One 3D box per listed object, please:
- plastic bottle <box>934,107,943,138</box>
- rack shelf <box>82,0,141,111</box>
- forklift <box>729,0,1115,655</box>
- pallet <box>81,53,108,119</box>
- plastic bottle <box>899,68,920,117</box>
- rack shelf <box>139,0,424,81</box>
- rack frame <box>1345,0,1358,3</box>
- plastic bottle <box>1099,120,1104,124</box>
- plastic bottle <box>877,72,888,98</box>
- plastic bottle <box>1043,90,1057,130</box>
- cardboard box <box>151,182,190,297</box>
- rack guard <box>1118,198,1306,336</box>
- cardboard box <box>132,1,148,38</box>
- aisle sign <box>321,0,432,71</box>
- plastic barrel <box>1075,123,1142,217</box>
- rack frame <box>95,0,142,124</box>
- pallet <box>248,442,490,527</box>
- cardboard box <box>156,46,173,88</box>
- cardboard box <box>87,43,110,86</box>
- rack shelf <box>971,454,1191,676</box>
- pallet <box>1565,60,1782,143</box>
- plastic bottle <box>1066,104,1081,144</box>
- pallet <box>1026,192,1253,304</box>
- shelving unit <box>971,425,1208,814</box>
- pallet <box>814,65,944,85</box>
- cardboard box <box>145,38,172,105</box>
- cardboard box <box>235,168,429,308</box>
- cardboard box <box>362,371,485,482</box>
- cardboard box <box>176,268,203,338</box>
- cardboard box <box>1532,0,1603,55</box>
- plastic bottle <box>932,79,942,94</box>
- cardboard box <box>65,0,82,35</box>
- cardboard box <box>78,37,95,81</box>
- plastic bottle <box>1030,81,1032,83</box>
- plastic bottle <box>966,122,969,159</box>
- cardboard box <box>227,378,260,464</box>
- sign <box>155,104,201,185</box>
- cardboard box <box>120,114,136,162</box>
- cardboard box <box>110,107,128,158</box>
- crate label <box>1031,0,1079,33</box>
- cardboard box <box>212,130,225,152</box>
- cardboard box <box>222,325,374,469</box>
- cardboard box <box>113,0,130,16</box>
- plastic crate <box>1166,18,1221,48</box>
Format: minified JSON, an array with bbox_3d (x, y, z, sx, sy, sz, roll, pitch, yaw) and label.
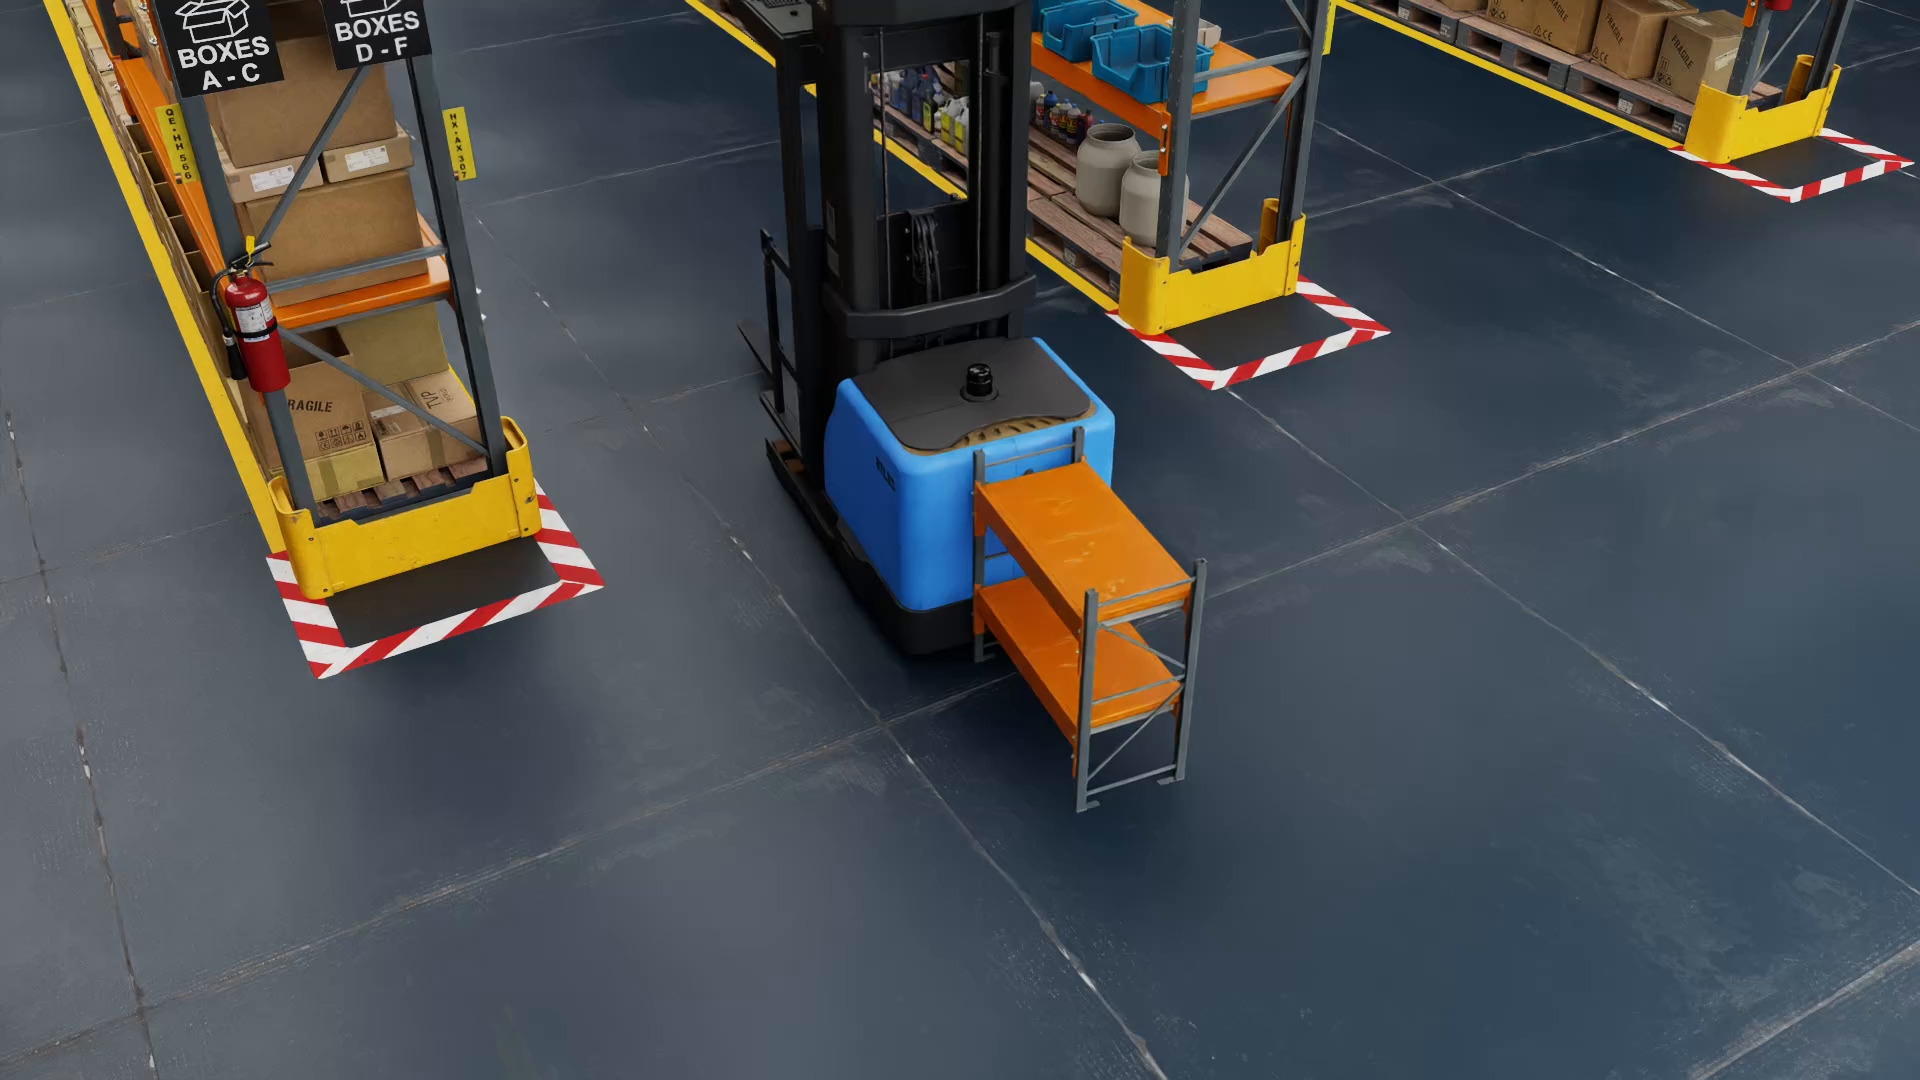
[{"bbox_3d":[-0.137,-2.958,11.756,0.097,0.201,0.097,0,36,0],"label":"plastic bottle"},{"bbox_3d":[-5.690,-3.956,11.733,1.077,0.370,4.000,-19,40,-24],"label":"rack shelf"},{"bbox_3d":[-0.367,-1.535,7.867,1.130,2.935,3.031,-15,39,-19],"label":"forklift"},{"bbox_3d":[-6.315,-3.709,13.149,1.003,0.211,1.213,-19,40,-24],"label":"pallet"},{"bbox_3d":[-0.353,-3.266,12.051,0.144,0.351,0.185,-18,40,-23],"label":"plastic bottle"},{"bbox_3d":[-3.680,-3.127,8.056,1.077,0.370,4.000,-19,40,-24],"label":"rack shelf"},{"bbox_3d":[3.882,-6.160,14.141,1.000,3.000,0.127,-19,40,-24],"label":"rack frame"},{"bbox_3d":[0.968,-2.745,11.406,0.097,0.271,0.097,0,36,0],"label":"plastic bottle"},{"bbox_3d":[-0.568,-3.396,12.356,0.097,0.201,0.097,0,36,0],"label":"plastic bottle"},{"bbox_3d":[0.644,-3.075,11.857,0.097,0.271,0.097,0,36,0],"label":"plastic bottle"},{"bbox_3d":[-4.220,-1.749,9.441,0.500,0.500,0.500,-19,40,-24],"label":"cardboard box"},{"bbox_3d":[1.531,-1.668,10.110,1.175,0.500,0.348,-19,40,-24],"label":"rack guard"},{"bbox_3d":[-4.203,-2.814,8.925,0.380,0.149,0.250,-20,41,-25],"label":"cardboard box"},{"bbox_3d":[-2.377,-2.294,6.643,0.394,0.787,0.004,-19,40,-24],"label":"aisle sign"},{"bbox_3d":[0.961,-2.386,10.727,0.421,0.512,0.421,0,36,0],"label":"plastic barrel"},{"bbox_3d":[-4.685,-3.227,10.125,1.000,3.000,0.127,-19,40,-24],"label":"rack frame"},{"bbox_3d":[-3.096,-0.438,8.671,1.003,0.211,1.213,-19,40,-24],"label":"pallet"},{"bbox_3d":[-3.813,-2.418,8.382,0.380,0.149,0.250,-19,40,-25],"label":"cardboard box"},{"bbox_3d":[-5.901,-3.410,11.875,0.500,0.311,0.500,-19,40,-24],"label":"cardboard box"},{"bbox_3d":[0.491,0.076,6.697,0.538,0.278,1.000,-14,39,-19],"label":"rack shelf"},{"bbox_3d":[5.476,-3.458,12.805,1.003,0.211,1.213,-19,40,-24],"label":"pallet"},{"bbox_3d":[0.796,-2.920,11.645,0.097,0.271,0.097,0,36,0],"label":"plastic bottle"},{"bbox_3d":[1.127,-1.967,10.764,1.003,0.211,1.213,-19,40,-24],"label":"pallet"},{"bbox_3d":[0.491,0.312,6.869,0.538,1.125,1.048,-14,39,-19],"label":"shelving unit"},{"bbox_3d":[-0.828,-3.955,13.487,1.003,0.211,1.213,-19,40,-24],"label":"pallet"},{"bbox_3d":[-4.186,-2.775,9.422,0.700,0.500,0.500,-19,40,-24],"label":"cardboard box"},{"bbox_3d":[-2.899,-1.469,7.633,0.700,0.500,0.500,-19,40,-24],"label":"cardboard box"},{"bbox_3d":[-2.752,-0.585,8.483,0.500,0.250,0.500,-19,40,-24],"label":"cardboard box"},{"bbox_3d":[-4.220,-1.446,9.662,0.500,0.250,0.500,-19,40,-24],"label":"cardboard box"},{"bbox_3d":[4.965,-4.223,13.253,0.500,0.500,0.500,-15,39,-20],"label":"cardboard box"},{"bbox_3d":[-0.176,-3.196,12.022,0.097,0.271,0.097,0,36,0],"label":"plastic bottle"},{"bbox_3d":[-6.685,-4.198,12.954,0.500,0.311,0.500,-18,40,-22],"label":"cardboard box"},{"bbox_3d":[-6.432,-3.715,12.769,0.500,0.250,0.500,-20,41,-25],"label":"cardboard box"},{"bbox_3d":[0.431,-3.295,12.091,0.144,0.351,0.185,-19,40,-24],"label":"plastic bottle"},{"bbox_3d":[0.135,-2.744,11.401,0.152,0.276,0.135,-20,41,-25],"label":"plastic bottle"},{"bbox_3d":[-3.462,-0.683,8.618,0.500,0.250,0.500,-19,40,-24],"label":"cardboard box"},{"bbox_3d":[-3.151,-1.596,6.710,0.100,0.325,0.005,-19,40,-24],"label":"sign"},{"bbox_3d":[-5.136,-2.634,10.813,0.500,0.311,0.500,-19,40,-24],"label":"cardboard box"},{"bbox_3d":[-5.654,-2.931,11.695,0.500,0.250,0.500,-18,40,-23],"label":"cardboard box"},{"bbox_3d":[0.451,-3.525,10.504,0.502,0.435,0.616,-19,40,-24],"label":"crate label"},{"bbox_3d":[-3.165,-1.761,7.482,0.380,0.149,0.250,-18,40,-23],"label":"cardboard box"},{"bbox_3d":[-3.202,-0.734,8.051,0.500,0.500,0.500,-19,40,-24],"label":"cardboard box"},{"bbox_3d":[-5.285,-3.566,10.704,0.396,0.266,0.258,-20,41,-25],"label":"cardboard box"},{"bbox_3d":[1.438,-3.098,10.172,0.298,0.136,0.250,-19,40,-24],"label":"plastic crate"}]
